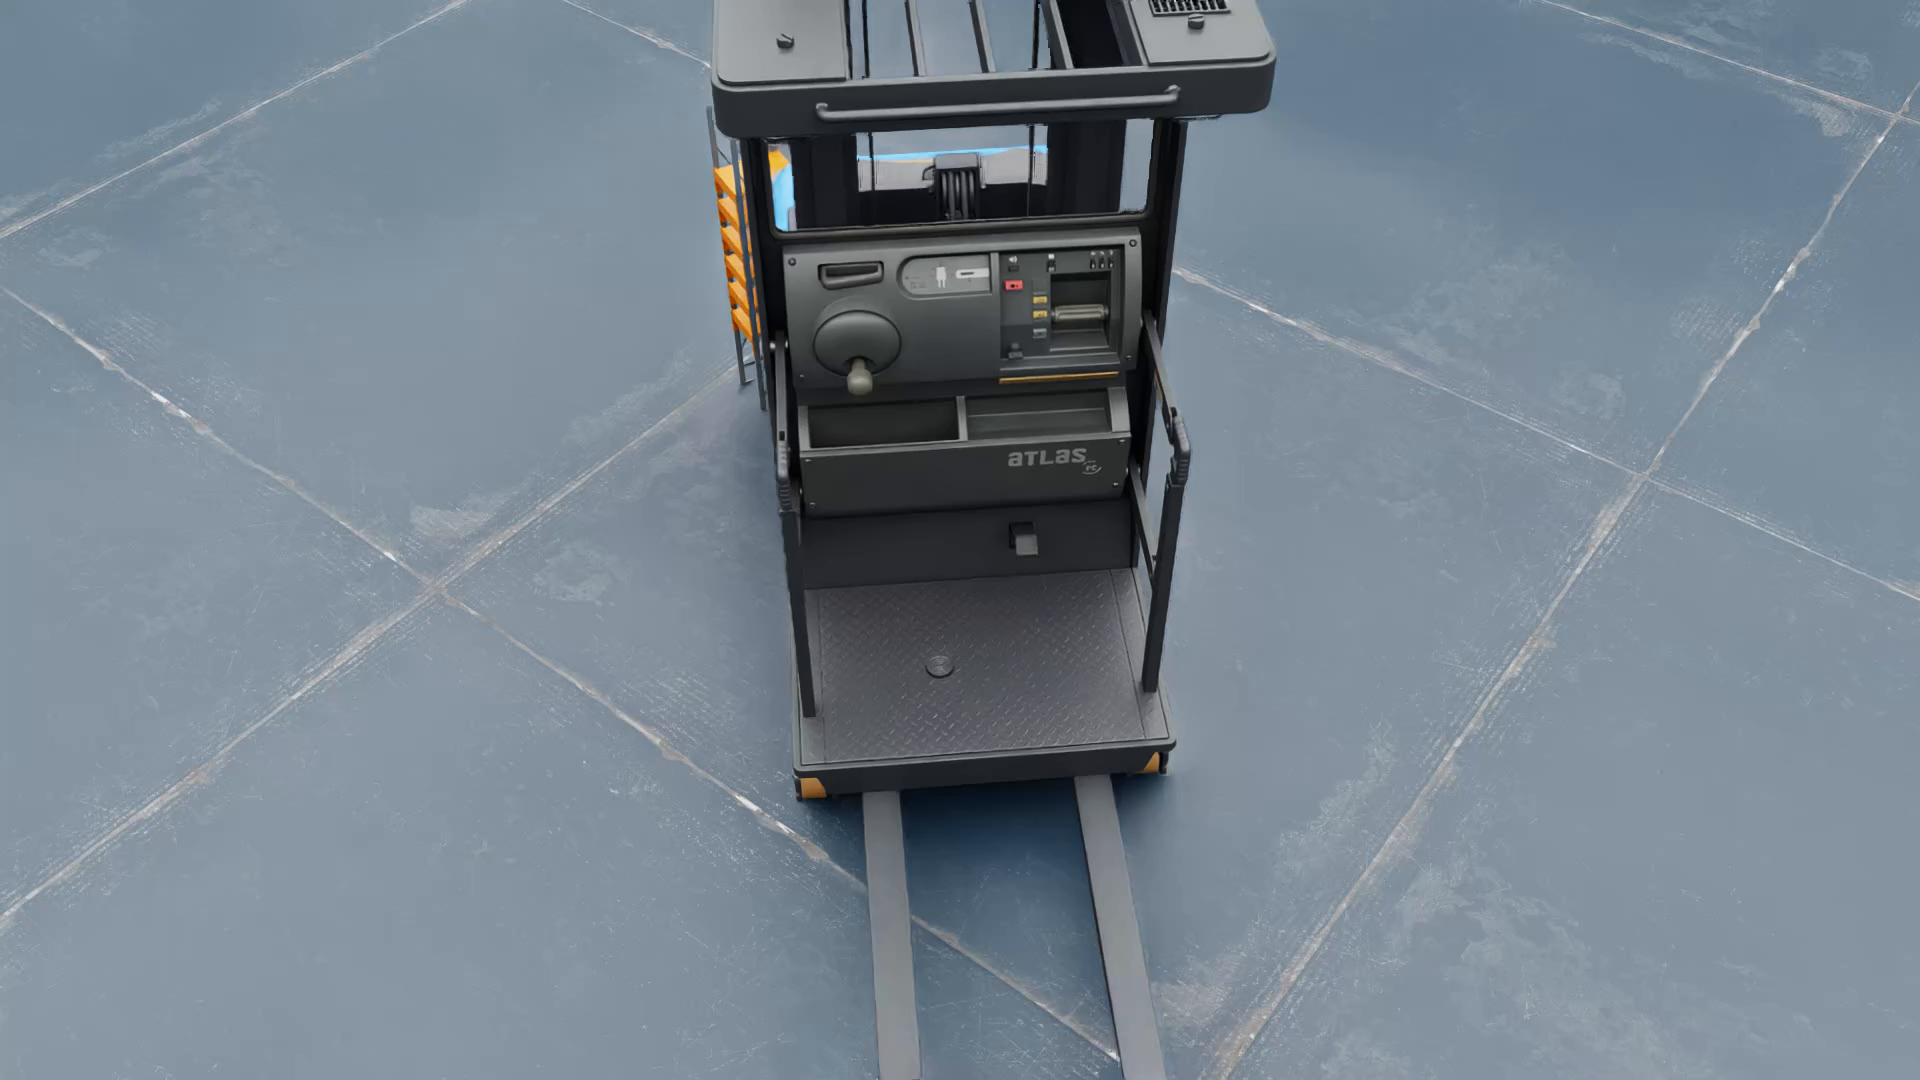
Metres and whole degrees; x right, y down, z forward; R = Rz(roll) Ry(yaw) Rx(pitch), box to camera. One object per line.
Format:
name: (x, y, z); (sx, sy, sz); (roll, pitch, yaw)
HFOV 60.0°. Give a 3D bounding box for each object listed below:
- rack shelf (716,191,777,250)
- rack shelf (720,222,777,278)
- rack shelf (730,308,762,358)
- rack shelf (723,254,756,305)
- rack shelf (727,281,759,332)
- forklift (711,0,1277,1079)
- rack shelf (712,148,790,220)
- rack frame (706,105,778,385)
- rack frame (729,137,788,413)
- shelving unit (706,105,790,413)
rack shelf: (-0.682, -1.125, 5.725); (0.258, 0.103, 0.180); (-23, 50, -20)
rack shelf: (-0.682, -1.042, 5.812); (0.258, 0.103, 0.180); (-23, 50, -20)
rack shelf: (-0.682, -0.794, 6.072); (0.258, 0.103, 0.180); (-23, 50, -20)
rack shelf: (-0.682, -0.960, 5.898); (0.258, 0.103, 0.180); (-23, 50, -20)
rack shelf: (-0.682, -0.877, 5.985); (0.258, 0.103, 0.180); (-23, 50, -20)
forklift: (0.033, -0.498, 4.199); (1.130, 2.935, 3.031); (-4, 46, -4)
rack shelf: (-0.682, -1.208, 5.638); (0.258, 0.103, 0.180); (-23, 50, -20)
rack frame: (-0.728, -1.048, 5.921); (0.240, 1.200, 0.006); (-23, 50, -20)
rack frame: (-0.637, -0.933, 5.811); (0.240, 1.200, 0.006); (-23, 50, -20)
shelving unit: (-0.682, -0.990, 5.866); (0.258, 1.200, 0.189); (-23, 50, -20)
